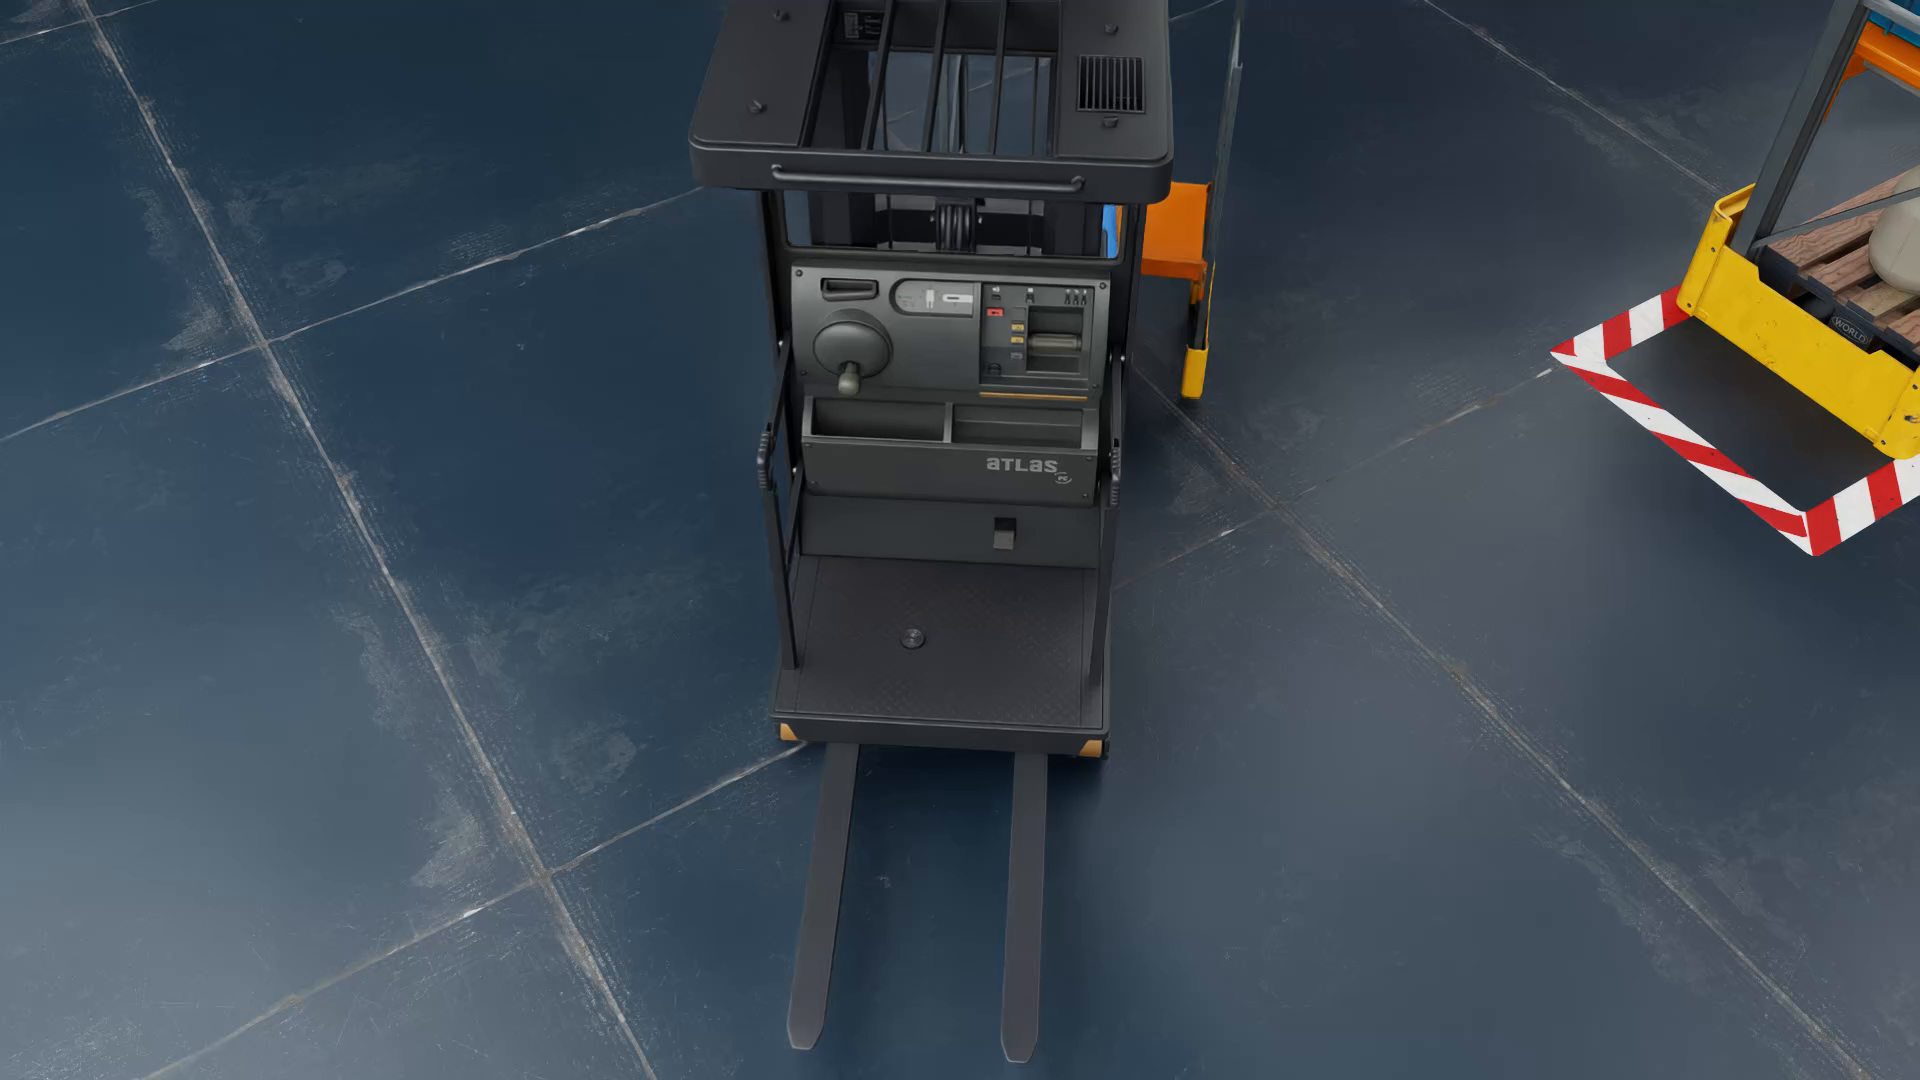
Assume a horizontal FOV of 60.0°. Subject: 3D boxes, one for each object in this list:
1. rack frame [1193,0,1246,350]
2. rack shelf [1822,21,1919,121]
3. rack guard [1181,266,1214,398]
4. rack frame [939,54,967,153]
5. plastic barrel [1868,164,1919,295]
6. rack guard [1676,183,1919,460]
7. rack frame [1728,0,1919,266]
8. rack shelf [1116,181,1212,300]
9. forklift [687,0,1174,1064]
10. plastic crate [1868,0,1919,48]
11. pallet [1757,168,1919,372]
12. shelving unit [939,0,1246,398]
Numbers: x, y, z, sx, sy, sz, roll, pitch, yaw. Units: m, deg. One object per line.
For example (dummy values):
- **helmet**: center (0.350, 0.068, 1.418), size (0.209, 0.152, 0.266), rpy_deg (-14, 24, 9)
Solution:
- **rack frame**: center (0.983, -1.297, 6.401), size (0.032, 1.500, 0.500), rpy_deg (6, 49, 6)
- **rack shelf**: center (5.168, -2.229, 6.708), size (4.000, 0.370, 1.077), rpy_deg (-25, 53, -21)
- **rack guard**: center (0.982, -0.881, 6.867), size (0.087, 0.250, 0.587), rpy_deg (6, 49, 6)
- **rack frame**: center (-0.023, -1.406, 6.498), size (0.032, 1.500, 0.500), rpy_deg (6, 49, 6)
- **plastic barrel**: center (3.992, -1.294, 6.779), size (0.421, 0.512, 0.421), rpy_deg (0, 48, 0)
- **rack guard**: center (3.516, -0.900, 6.717), size (0.348, 0.500, 1.175), rpy_deg (-25, 53, -21)
- **rack frame**: center (3.476, -1.672, 5.730), size (0.127, 3.000, 1.000), rpy_deg (-25, 53, -21)
- **rack shelf**: center (0.480, -1.232, 6.584), size (1.000, 0.185, 0.538), rpy_deg (6, 49, 6)
- **forklift**: center (-0.041, -0.508, 4.740), size (1.130, 2.935, 3.031), rpy_deg (3, 48, 2)
- **plastic crate**: center (3.740, -2.011, 6.132), size (0.616, 0.251, 0.499), rpy_deg (-25, 53, -21)
- **pallet**: center (4.205, -1.125, 7.110), size (1.213, 0.211, 1.003), rpy_deg (-25, 53, -21)
- **shelving unit**: center (0.489, -1.351, 6.449), size (1.083, 1.500, 0.587), rpy_deg (6, 49, 6)
